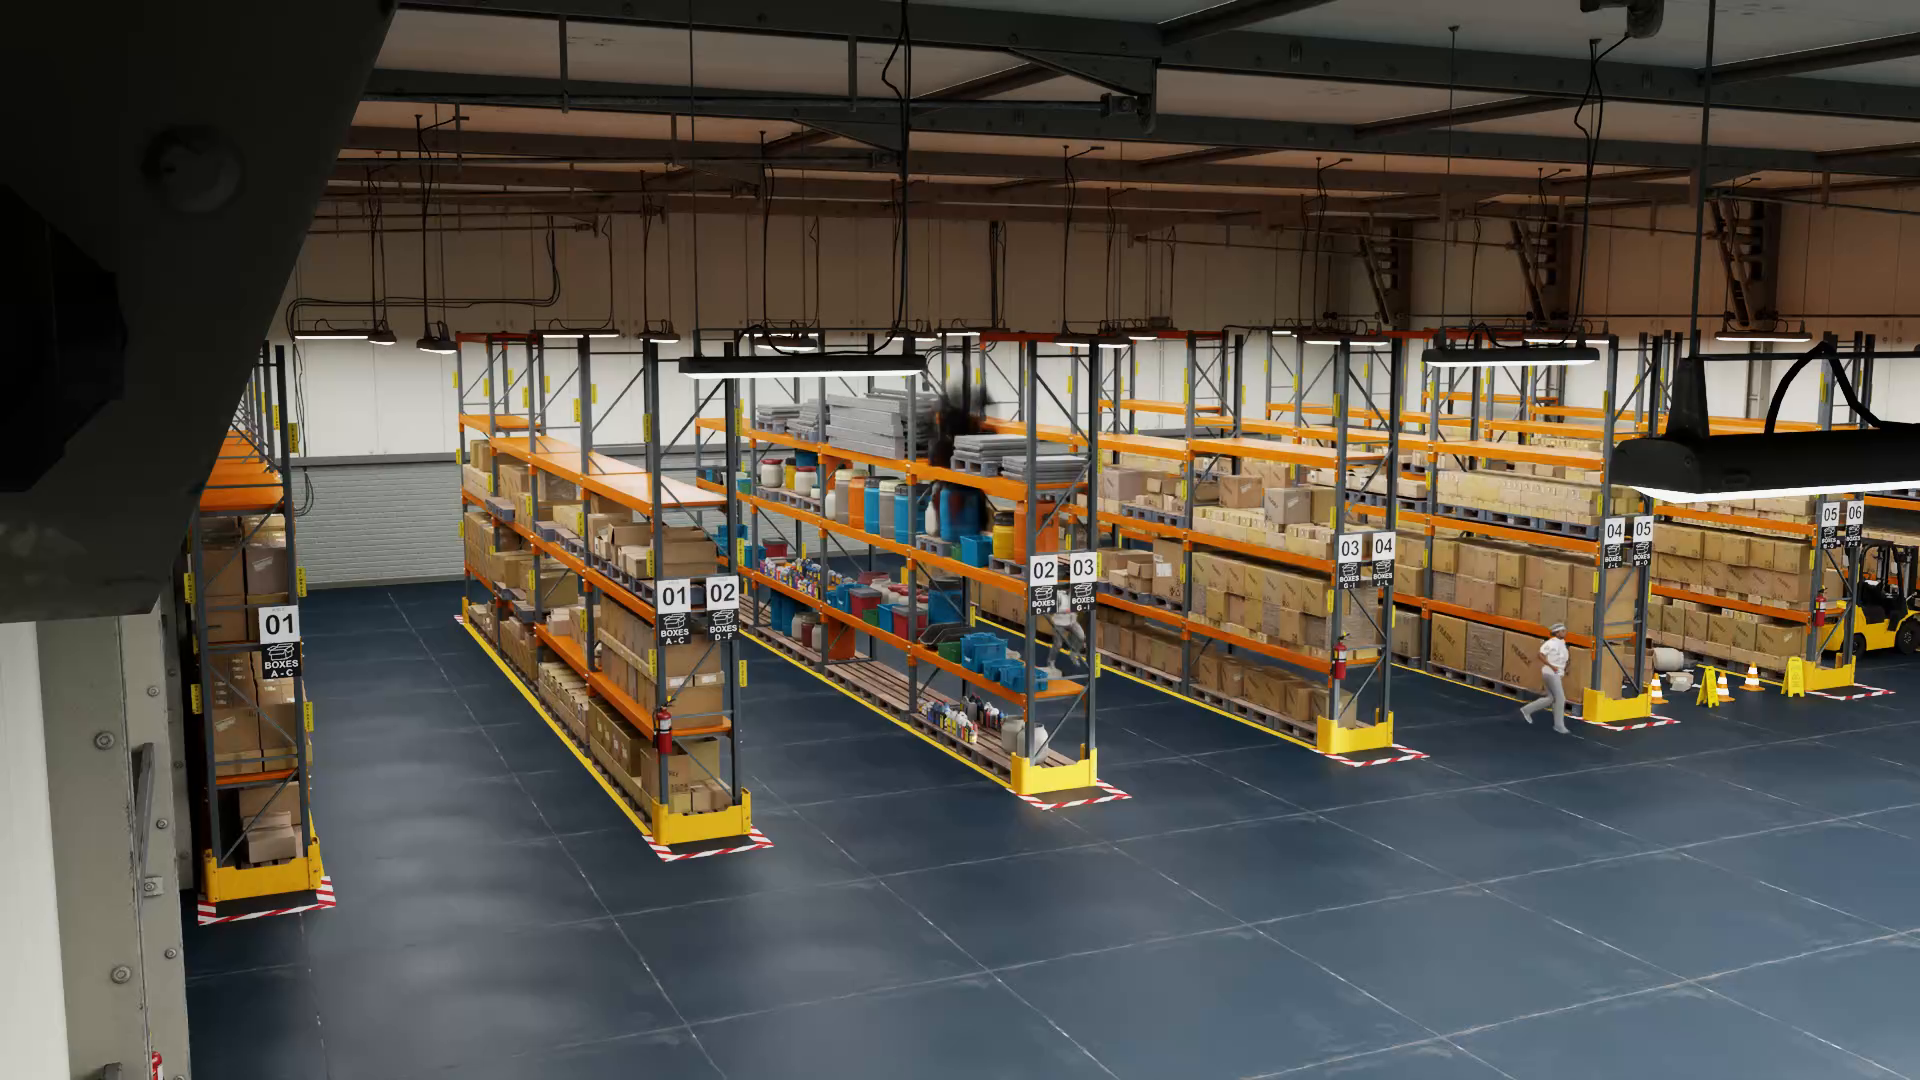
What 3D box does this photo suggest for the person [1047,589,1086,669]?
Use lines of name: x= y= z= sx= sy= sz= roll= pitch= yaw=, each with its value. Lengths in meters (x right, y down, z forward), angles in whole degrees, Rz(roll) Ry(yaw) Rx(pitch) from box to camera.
person: x=1.841 y=1.469 z=29.288 sx=0.645 sy=1.765 sz=0.856 roll=-5 pitch=9 yaw=-31

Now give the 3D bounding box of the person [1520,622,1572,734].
person: x=9.108 y=2.088 z=25.593 sx=0.800 sy=1.704 sz=0.613 roll=6 pitch=10 yaw=39
